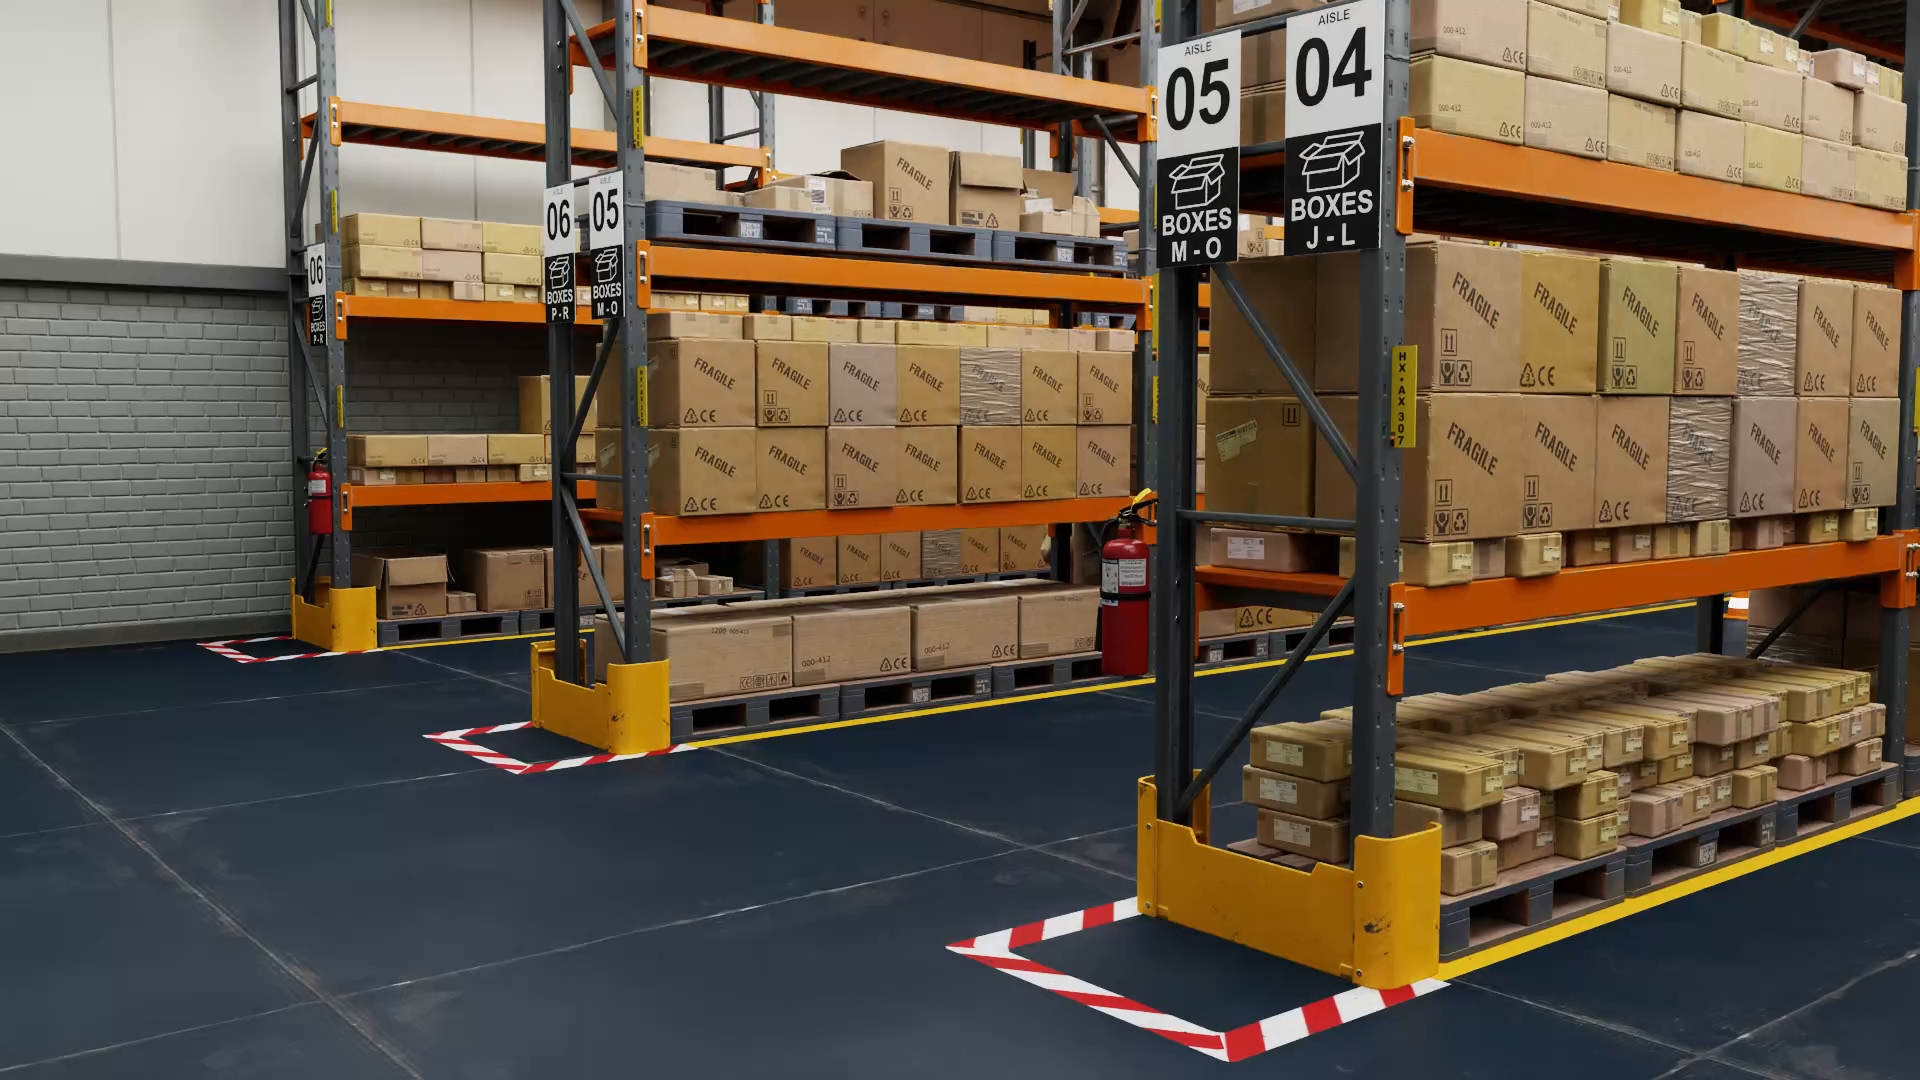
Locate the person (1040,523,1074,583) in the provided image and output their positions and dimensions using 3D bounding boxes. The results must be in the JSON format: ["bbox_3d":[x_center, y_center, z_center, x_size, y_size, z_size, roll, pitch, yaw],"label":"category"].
[{"bbox_3d":[1.081,0.141,15.647,0.757,1.102,0.503,-4,6,-39],"label":"person"}]
